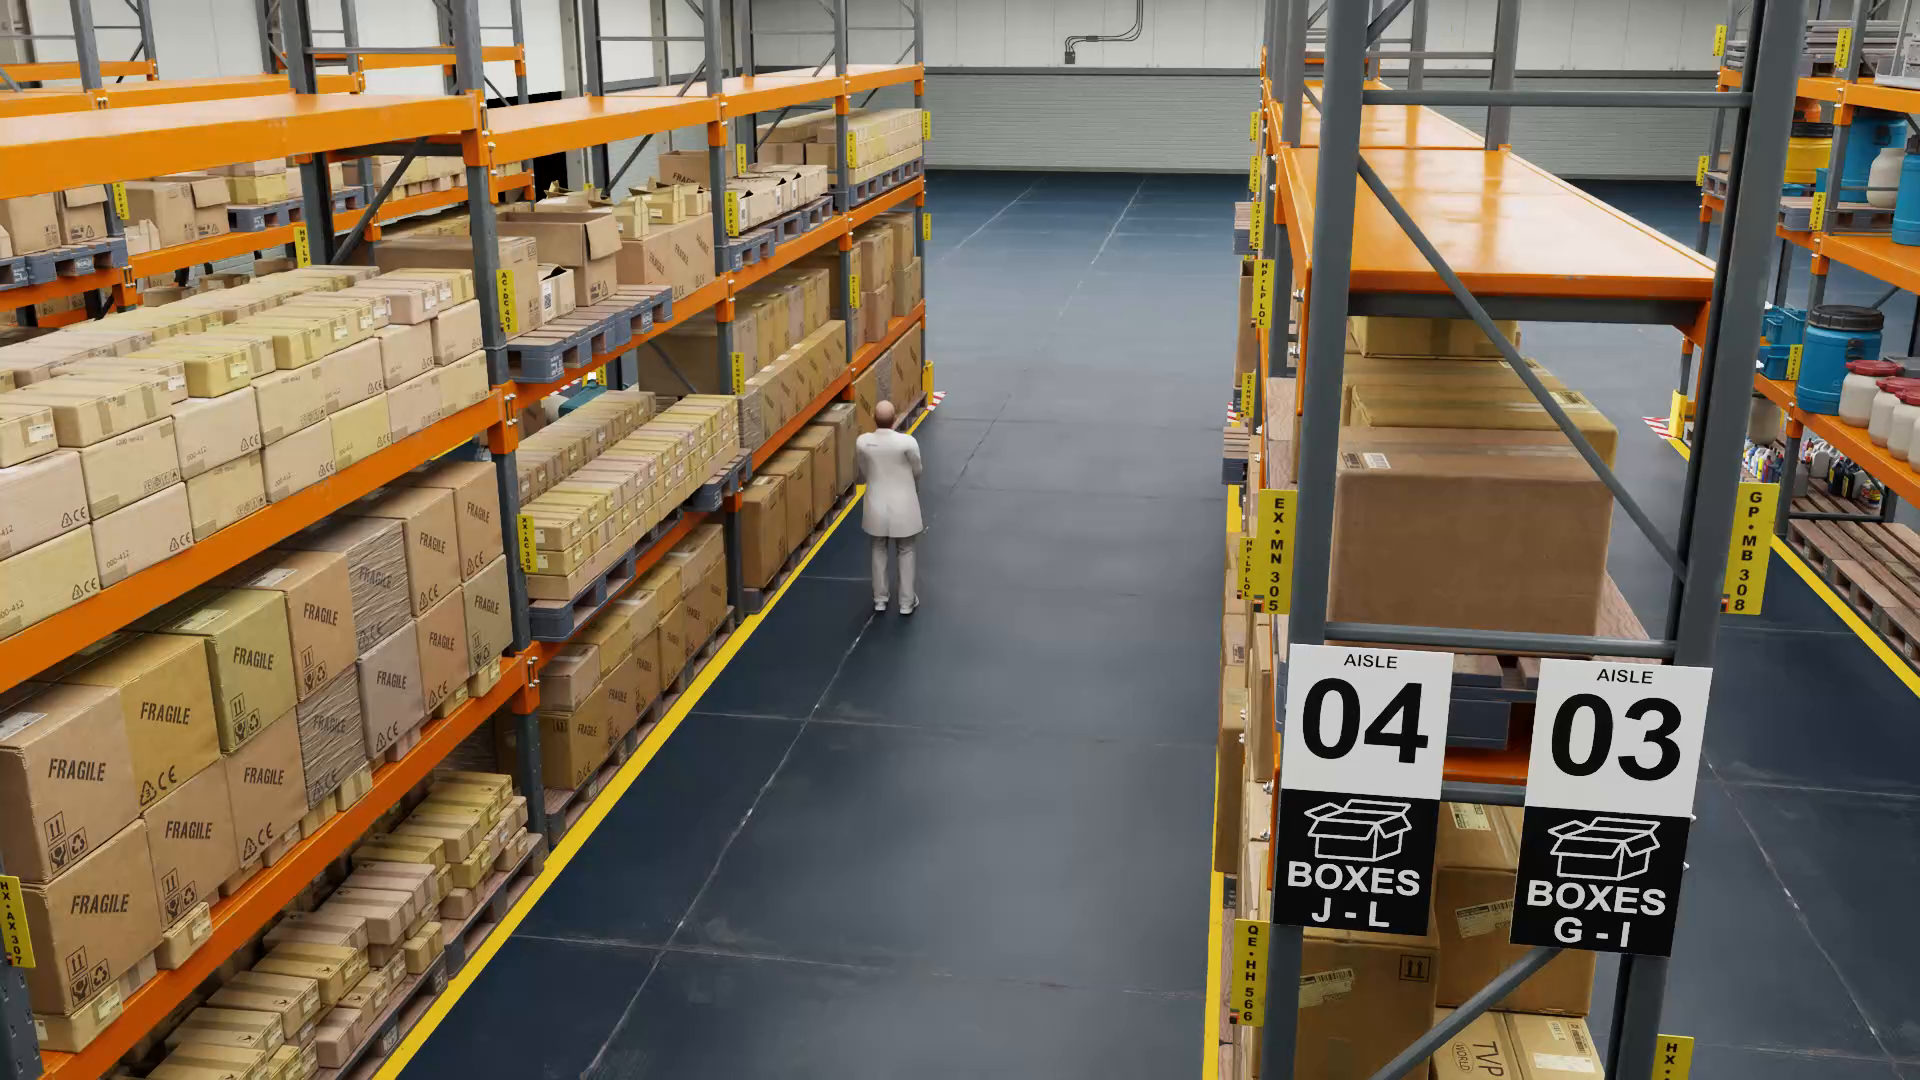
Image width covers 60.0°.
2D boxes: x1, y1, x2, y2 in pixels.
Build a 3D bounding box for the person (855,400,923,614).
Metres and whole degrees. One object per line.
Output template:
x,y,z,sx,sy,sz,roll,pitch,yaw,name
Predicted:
-0.553,-0.304,13.545,0.530,1.769,0.556,3,18,8,person
